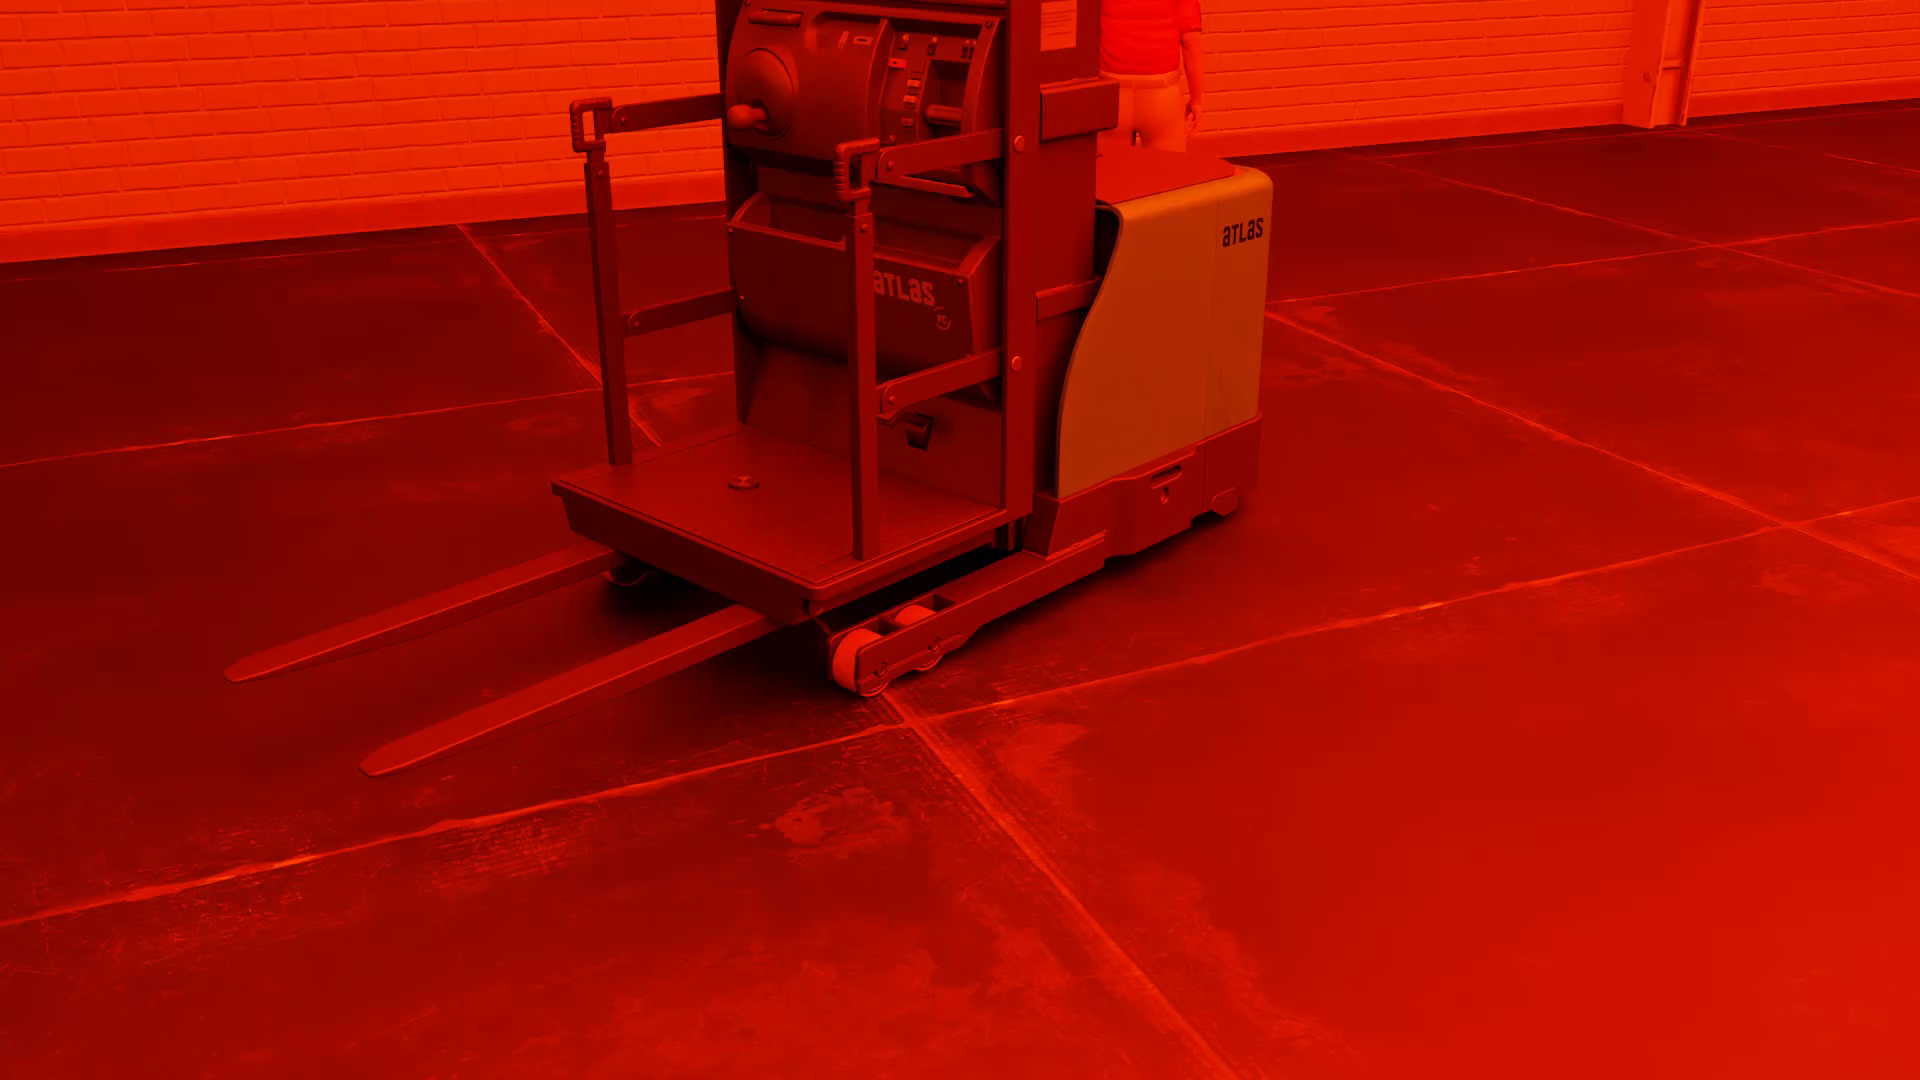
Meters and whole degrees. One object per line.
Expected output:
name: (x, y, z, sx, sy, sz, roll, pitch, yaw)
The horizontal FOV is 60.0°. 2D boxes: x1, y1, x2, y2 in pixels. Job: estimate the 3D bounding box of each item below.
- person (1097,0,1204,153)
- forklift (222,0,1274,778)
person: (0.833, -2.011, 7.695, 0.607, 1.727, 0.397, 5, 23, 12)
forklift: (-0.413, -1.182, 4.131, 1.130, 2.935, 3.031, 19, 29, 39)
